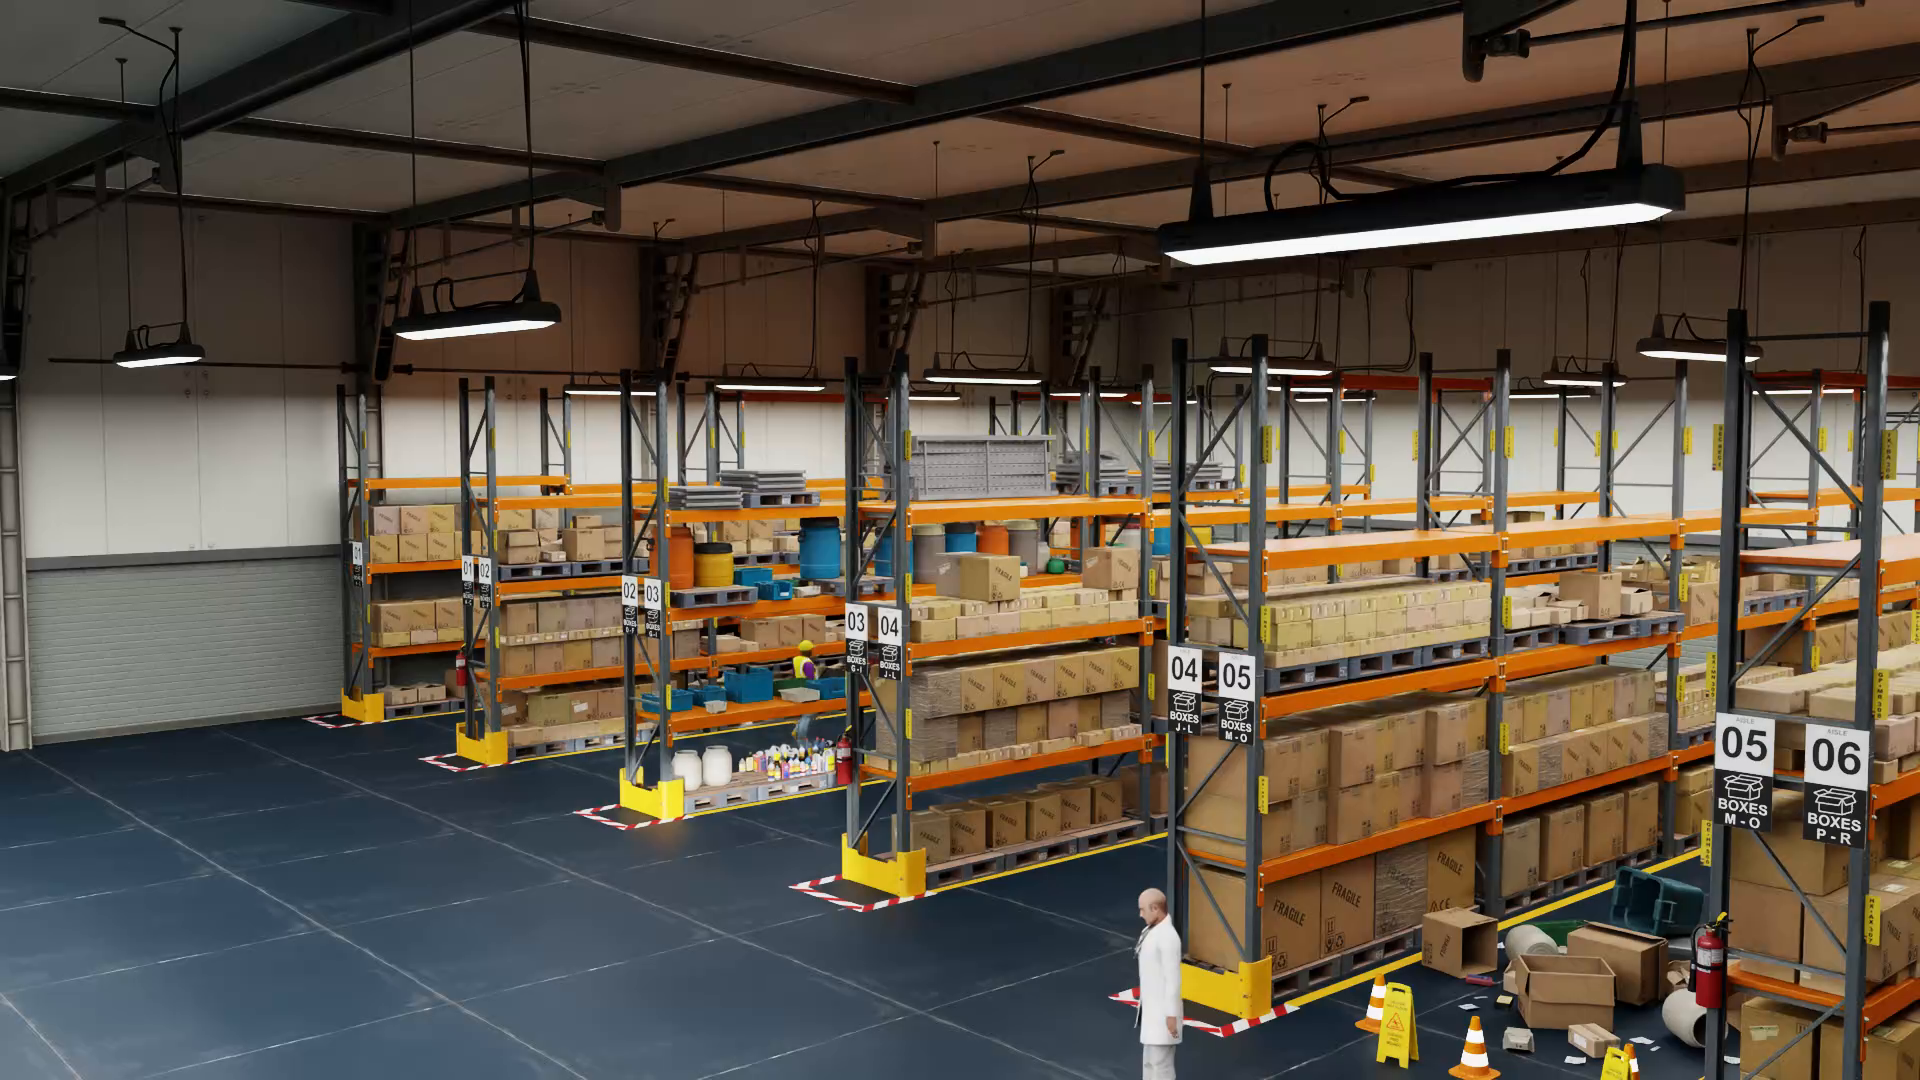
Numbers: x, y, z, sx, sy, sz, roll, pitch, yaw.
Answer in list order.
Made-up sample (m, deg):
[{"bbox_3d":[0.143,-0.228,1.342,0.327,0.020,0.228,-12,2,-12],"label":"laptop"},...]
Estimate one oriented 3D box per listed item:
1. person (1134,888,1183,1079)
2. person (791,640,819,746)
[{"bbox_3d":[1.432,3.463,12.305,0.427,1.774,0.634,0,4,-1],"label":"person"},{"bbox_3d":[-2.491,2.492,26.974,0.474,1.756,0.583,-1,4,-15],"label":"person"}]
